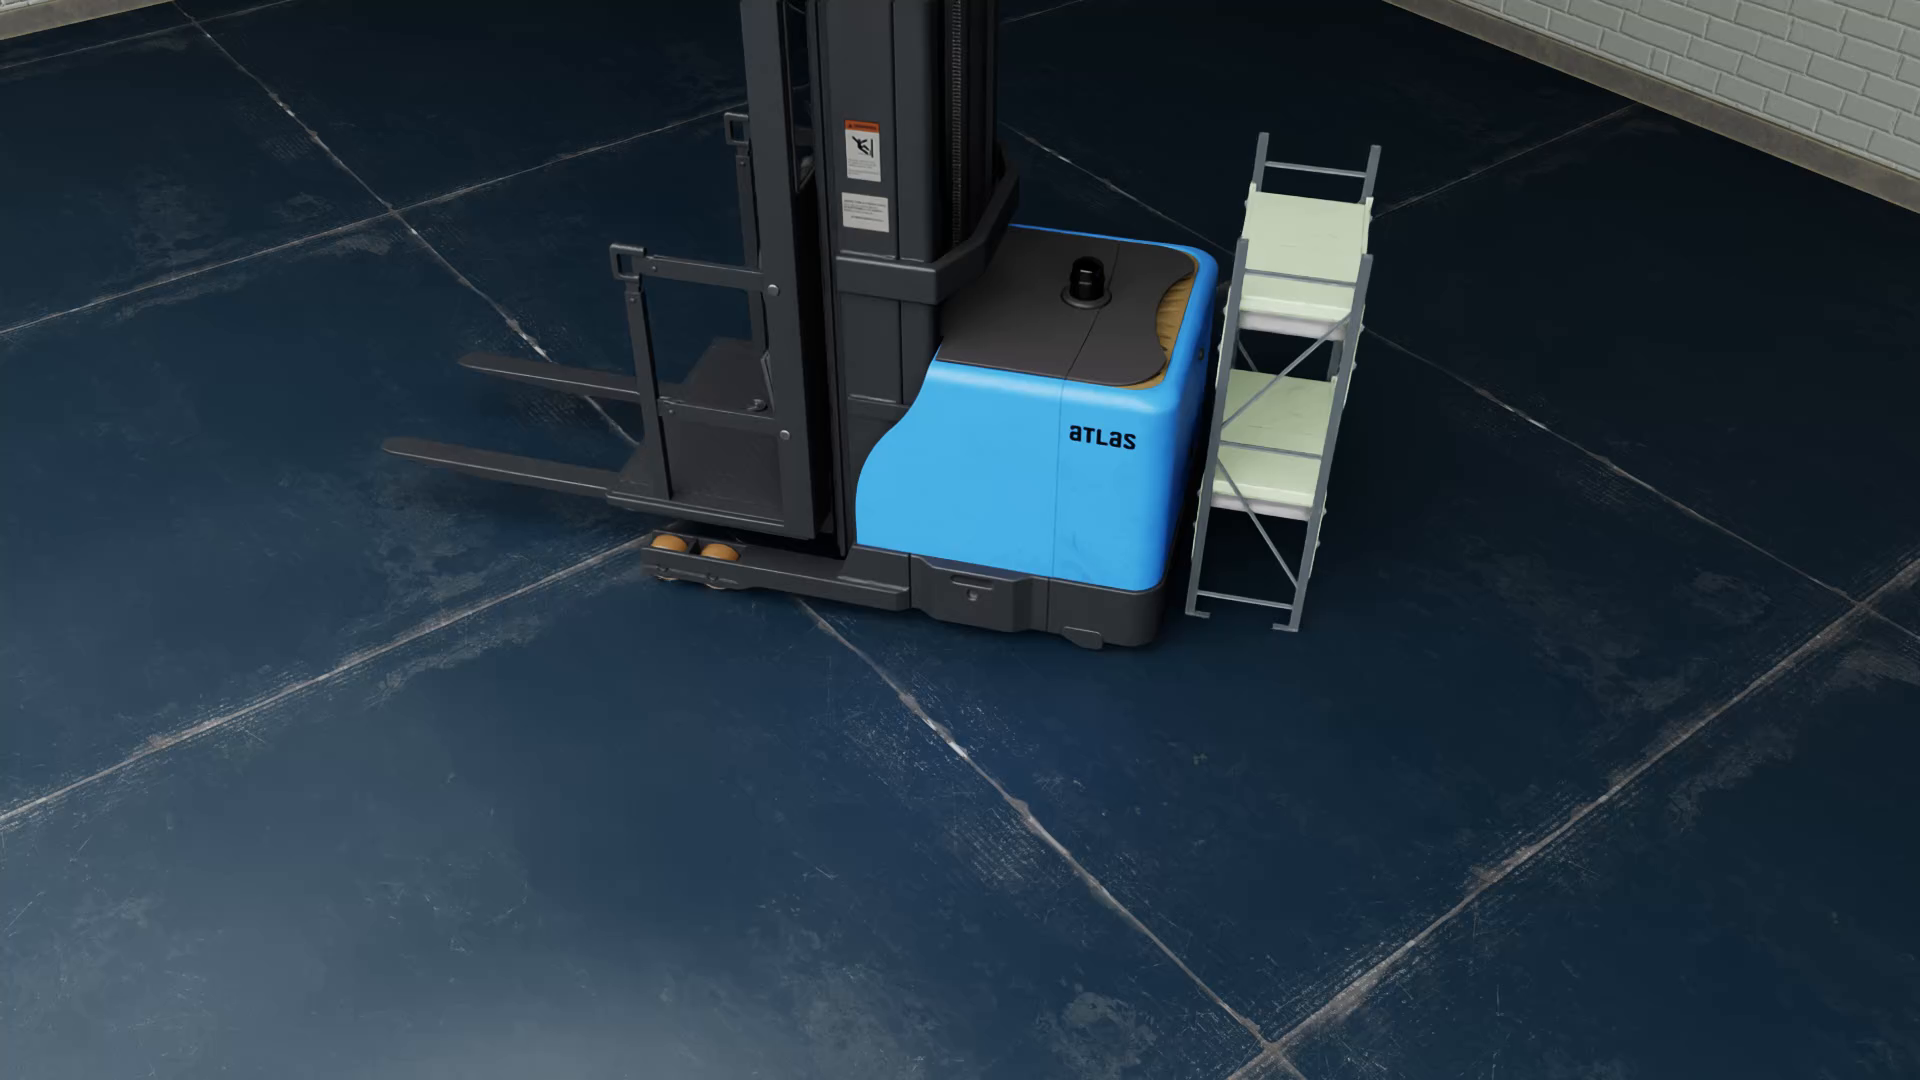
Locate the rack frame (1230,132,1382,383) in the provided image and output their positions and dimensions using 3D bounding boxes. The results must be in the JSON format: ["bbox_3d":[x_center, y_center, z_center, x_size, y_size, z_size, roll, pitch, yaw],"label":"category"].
[{"bbox_3d":[1.173,-0.741,5.964,0.400,1.500,0.023,9,40,9],"label":"rack frame"}]

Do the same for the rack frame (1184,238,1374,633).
[{"bbox_3d":[1.010,-0.289,5.412,0.400,1.500,0.023,9,40,9],"label":"rack frame"}]

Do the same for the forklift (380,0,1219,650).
[{"bbox_3d":[-0.661,-1.267,5.484,3.031,2.935,1.130,10,40,12],"label":"forklift"}]

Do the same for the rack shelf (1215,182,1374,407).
[{"bbox_3d":[1.099,-0.816,5.439,0.431,0.370,0.720,9,40,9],"label":"rack shelf"}]

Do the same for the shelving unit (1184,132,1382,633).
[{"bbox_3d":[1.092,-0.515,5.688,0.431,1.500,0.755,9,40,9],"label":"shelving unit"}]

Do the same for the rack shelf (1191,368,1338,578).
[{"bbox_3d":[1.085,-0.264,5.896,0.431,0.370,0.720,9,40,9],"label":"rack shelf"}]
